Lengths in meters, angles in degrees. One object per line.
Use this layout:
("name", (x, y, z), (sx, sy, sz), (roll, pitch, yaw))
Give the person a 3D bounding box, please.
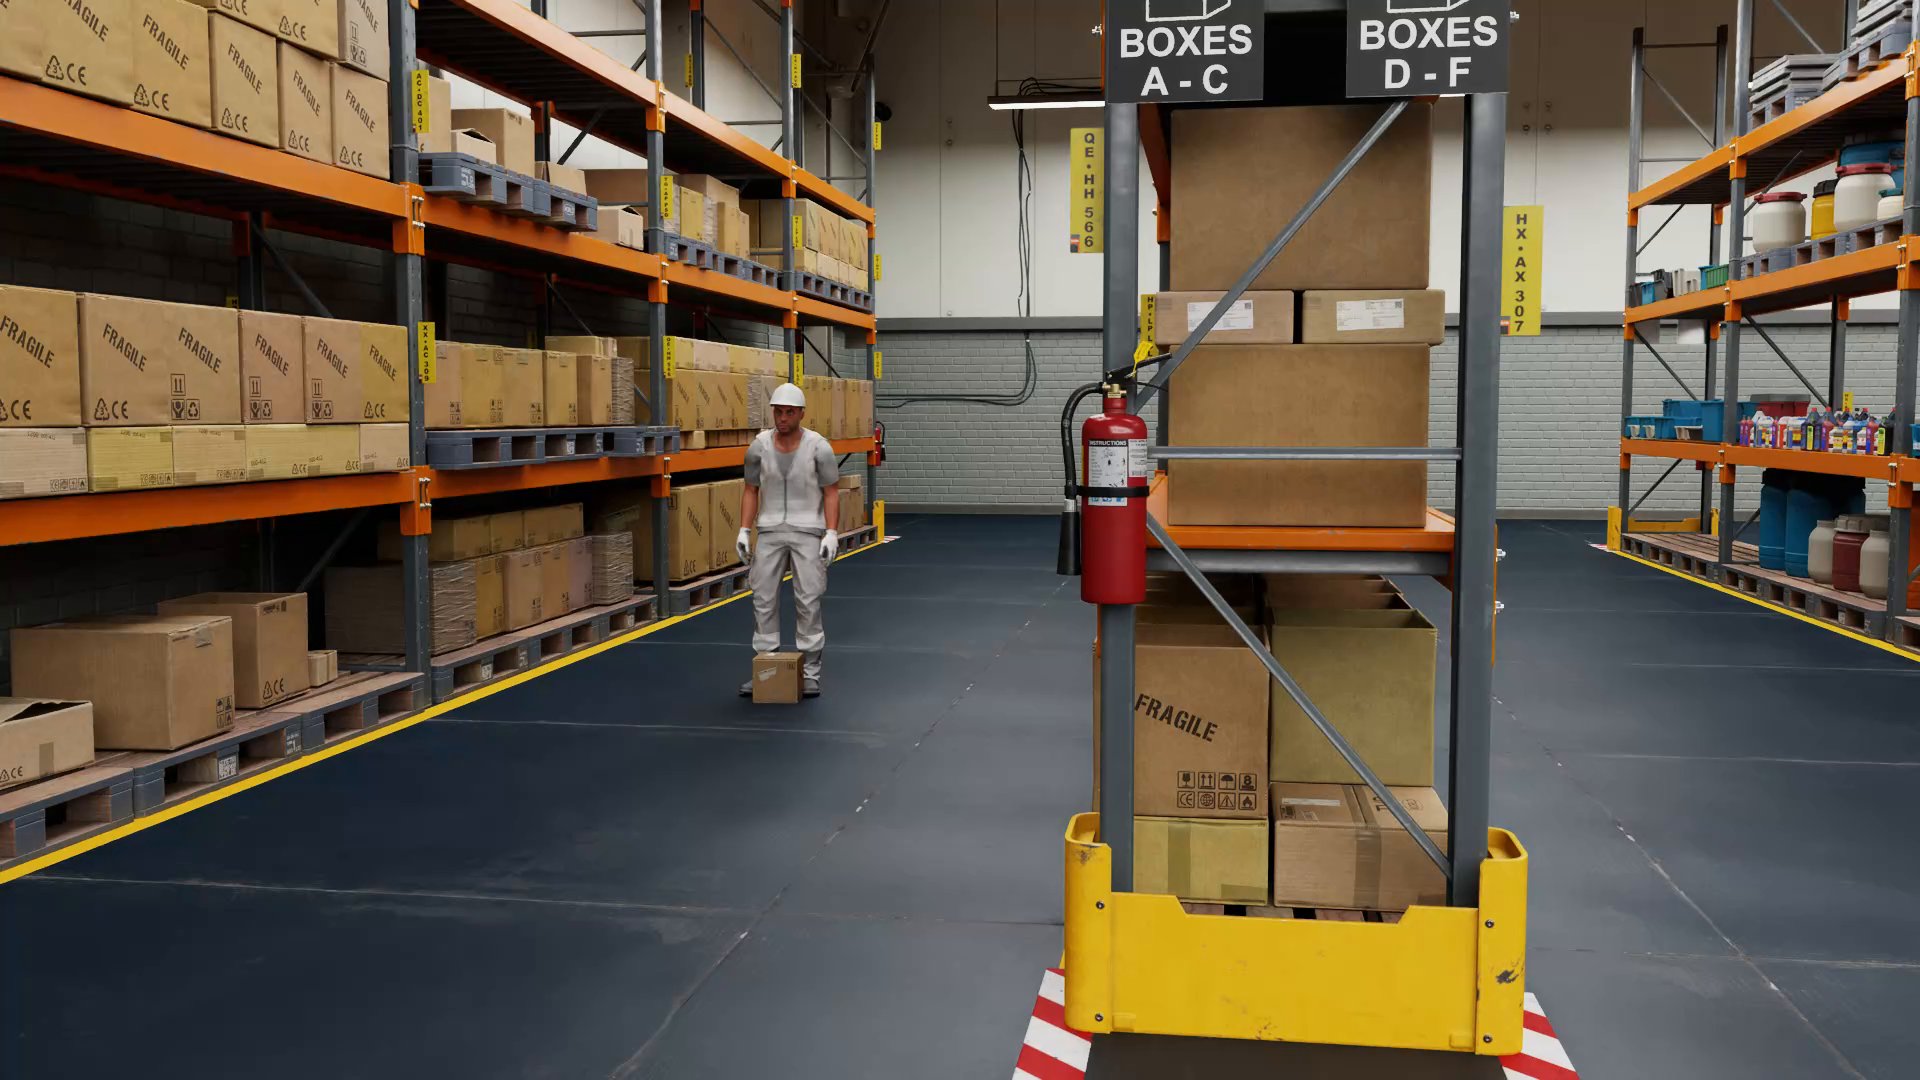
("person", (-0.984, -0.004, 9.524), (0.609, 1.779, 0.449), (1, 4, 9))
